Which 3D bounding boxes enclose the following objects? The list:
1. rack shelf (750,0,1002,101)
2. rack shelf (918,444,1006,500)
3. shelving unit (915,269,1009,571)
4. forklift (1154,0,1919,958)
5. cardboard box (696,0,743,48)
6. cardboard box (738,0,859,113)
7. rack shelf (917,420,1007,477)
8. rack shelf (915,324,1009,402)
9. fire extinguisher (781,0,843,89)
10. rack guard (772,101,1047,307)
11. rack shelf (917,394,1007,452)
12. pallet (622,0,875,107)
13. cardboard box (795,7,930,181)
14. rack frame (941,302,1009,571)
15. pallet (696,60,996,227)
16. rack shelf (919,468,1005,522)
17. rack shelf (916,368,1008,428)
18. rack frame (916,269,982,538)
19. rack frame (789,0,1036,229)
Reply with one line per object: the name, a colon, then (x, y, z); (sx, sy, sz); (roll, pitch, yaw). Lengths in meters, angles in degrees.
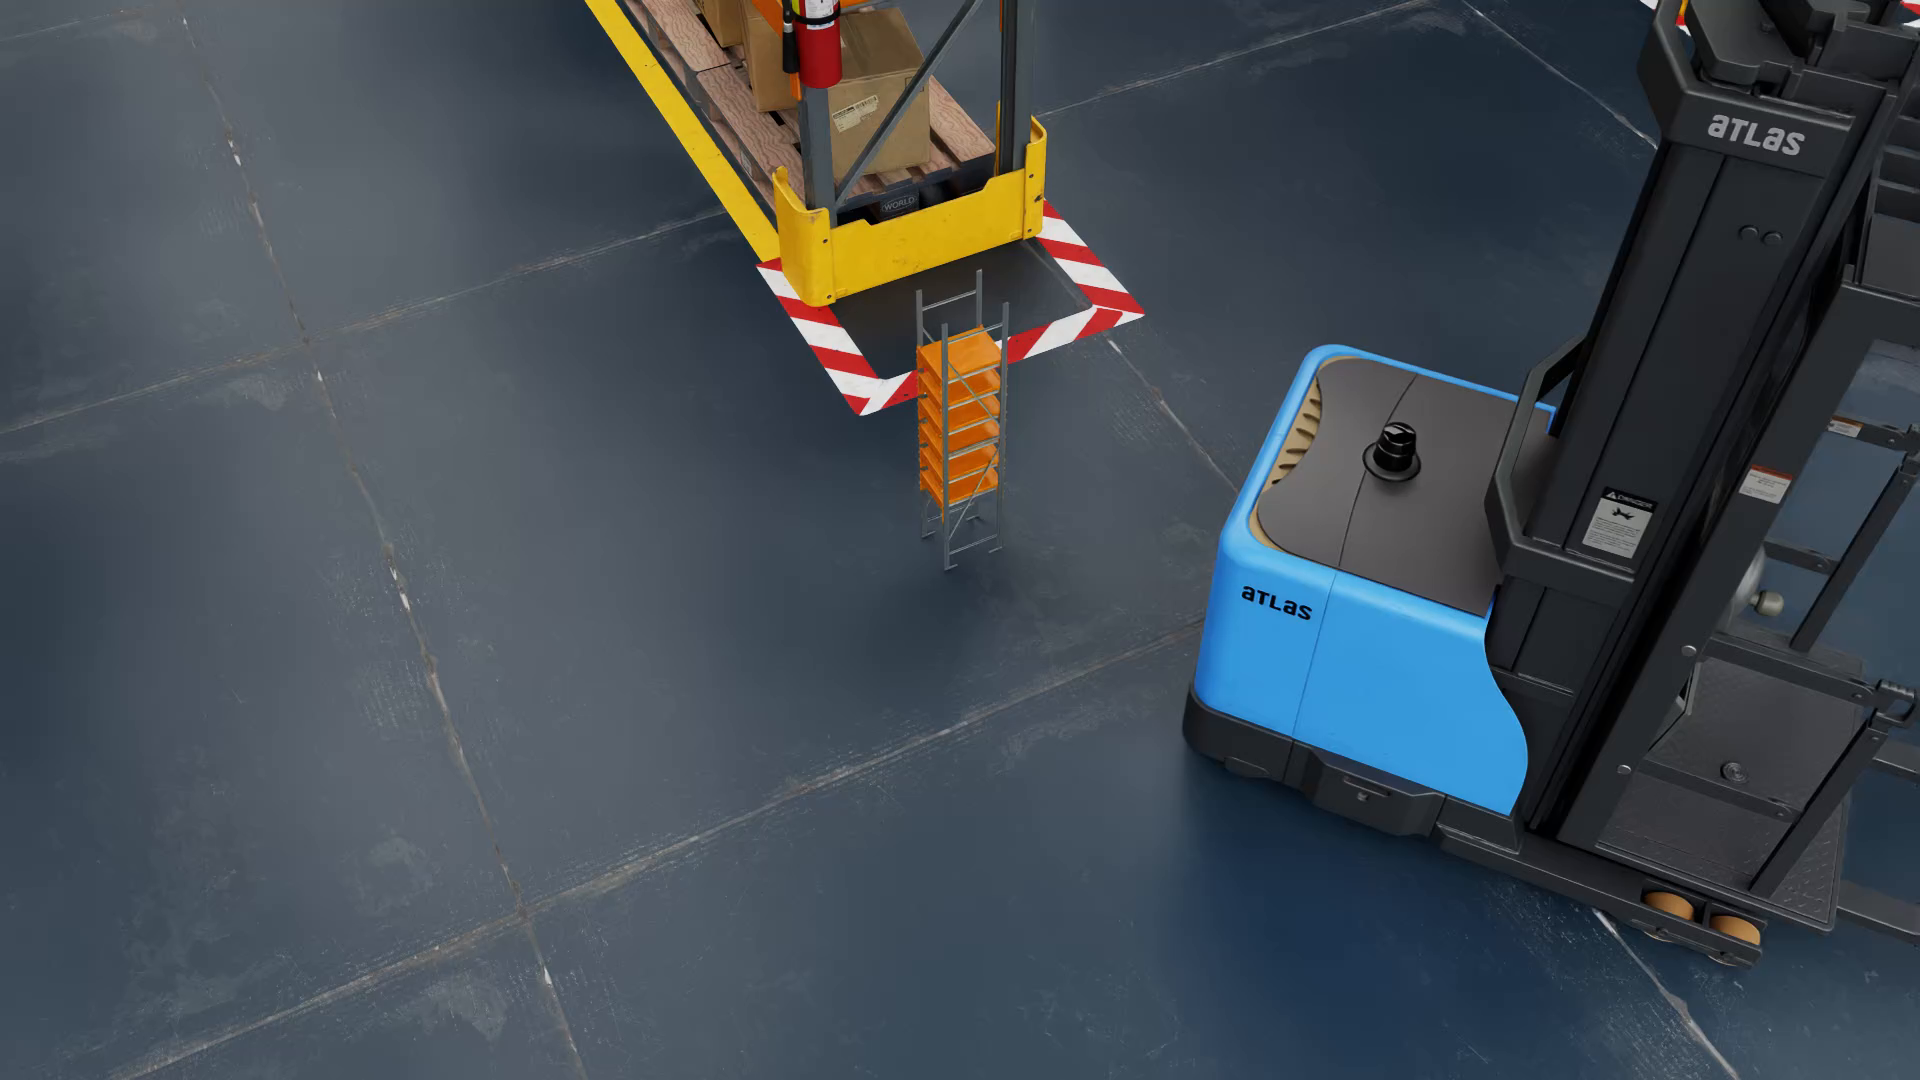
rack shelf: (-1.085, -3.336, 7.653); (1.077, 0.370, 4.000); (-21, 52, -18)
rack shelf: (0.007, -0.277, 5.914); (0.258, 0.103, 0.180); (-21, 52, -18)
shelving unit: (0.007, -0.385, 5.790); (0.258, 1.200, 0.189); (-21, 52, -18)
forklift: (2.217, -0.151, 4.435); (3.031, 2.935, 1.130); (19, 52, 16)
cardboard box: (-1.015, -2.787, 8.076); (0.500, 0.500, 0.500); (-17, 51, -14)
cardboard box: (-0.745, -2.361, 7.704); (0.500, 0.500, 0.500); (-9, 49, -8)
rack shelf: (0.007, -0.356, 5.823); (0.258, 0.103, 0.180); (-21, 52, -18)
rack shelf: (0.007, -0.593, 5.552); (0.258, 0.103, 0.180); (-21, 52, -18)
fire extinguisher: (-0.527, -1.973, 6.034); (0.296, 0.674, 0.183); (-21, 52, -18)
rack guard: (-0.205, -1.462, 7.196); (1.175, 0.500, 0.348); (-21, 52, -18)
rack shelf: (0.007, -0.435, 5.733); (0.258, 0.103, 0.180); (-21, 52, -18)
pallet: (-1.099, -2.738, 8.505); (1.003, 0.211, 1.213); (-21, 52, -18)
cardboard box: (-0.441, -1.973, 7.364); (0.500, 0.500, 0.500); (-13, 50, -11)
rack frame: (0.049, -0.324, 5.736); (0.240, 1.200, 0.006); (-21, 52, -18)
pallet: (-0.545, -1.923, 7.791); (1.003, 0.211, 1.213); (-21, 52, -18)
rack shelf: (0.007, -0.198, 6.004); (0.258, 0.103, 0.180); (-21, 52, -18)
rack shelf: (0.007, -0.514, 5.643); (0.258, 0.103, 0.180); (-21, 52, -18)
rack frame: (-0.035, -0.447, 5.843); (0.240, 1.200, 0.006); (-21, 52, -18)
rack frame: (-0.170, -2.234, 6.211); (1.000, 3.000, 0.127); (-21, 52, -18)
